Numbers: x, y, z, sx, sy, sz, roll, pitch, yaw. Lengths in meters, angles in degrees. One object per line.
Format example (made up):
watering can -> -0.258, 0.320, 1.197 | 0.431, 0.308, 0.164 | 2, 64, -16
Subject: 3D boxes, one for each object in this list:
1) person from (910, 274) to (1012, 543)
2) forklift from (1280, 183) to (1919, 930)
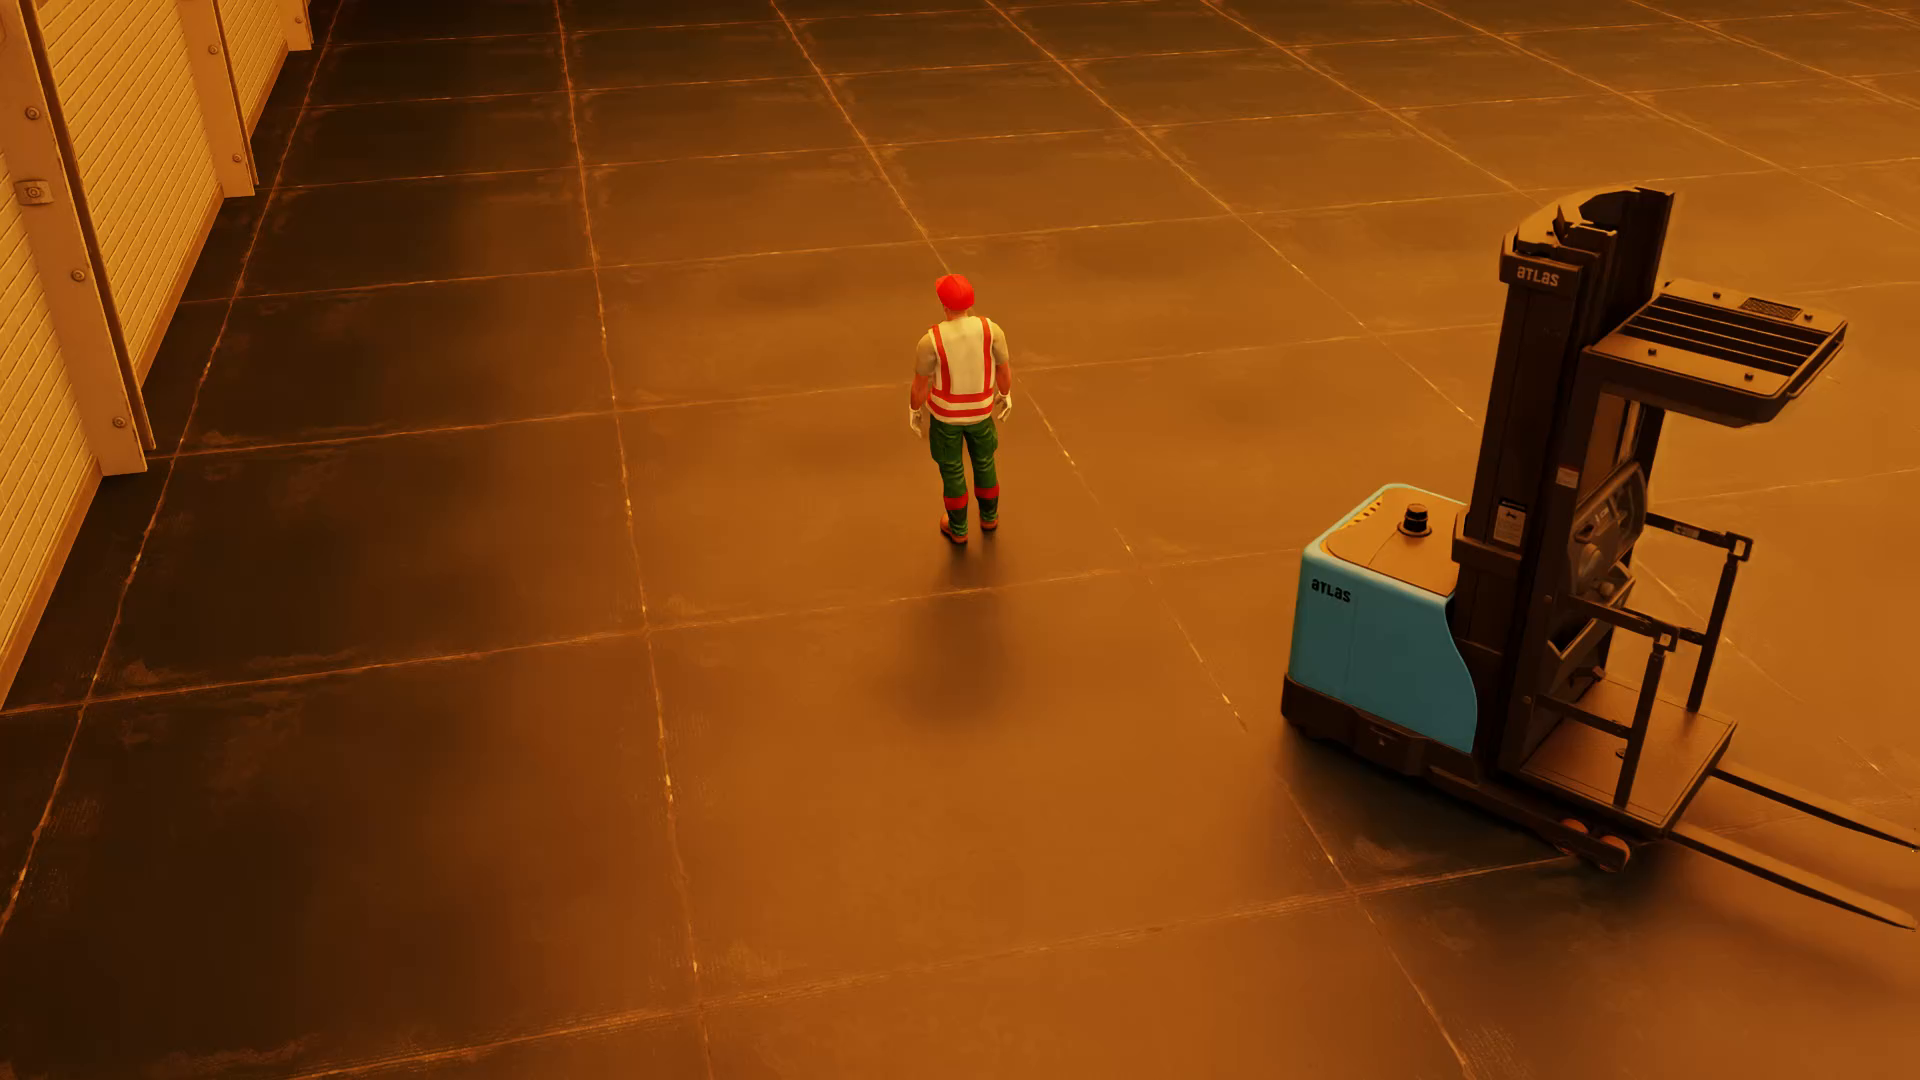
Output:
person -> -0.009, -0.821, 10.119 | 0.638, 1.789, 0.562 | -7, 31, -12
forklift -> 3.154, -0.011, 7.593 | 3.031, 2.935, 1.130 | 22, 37, 33
